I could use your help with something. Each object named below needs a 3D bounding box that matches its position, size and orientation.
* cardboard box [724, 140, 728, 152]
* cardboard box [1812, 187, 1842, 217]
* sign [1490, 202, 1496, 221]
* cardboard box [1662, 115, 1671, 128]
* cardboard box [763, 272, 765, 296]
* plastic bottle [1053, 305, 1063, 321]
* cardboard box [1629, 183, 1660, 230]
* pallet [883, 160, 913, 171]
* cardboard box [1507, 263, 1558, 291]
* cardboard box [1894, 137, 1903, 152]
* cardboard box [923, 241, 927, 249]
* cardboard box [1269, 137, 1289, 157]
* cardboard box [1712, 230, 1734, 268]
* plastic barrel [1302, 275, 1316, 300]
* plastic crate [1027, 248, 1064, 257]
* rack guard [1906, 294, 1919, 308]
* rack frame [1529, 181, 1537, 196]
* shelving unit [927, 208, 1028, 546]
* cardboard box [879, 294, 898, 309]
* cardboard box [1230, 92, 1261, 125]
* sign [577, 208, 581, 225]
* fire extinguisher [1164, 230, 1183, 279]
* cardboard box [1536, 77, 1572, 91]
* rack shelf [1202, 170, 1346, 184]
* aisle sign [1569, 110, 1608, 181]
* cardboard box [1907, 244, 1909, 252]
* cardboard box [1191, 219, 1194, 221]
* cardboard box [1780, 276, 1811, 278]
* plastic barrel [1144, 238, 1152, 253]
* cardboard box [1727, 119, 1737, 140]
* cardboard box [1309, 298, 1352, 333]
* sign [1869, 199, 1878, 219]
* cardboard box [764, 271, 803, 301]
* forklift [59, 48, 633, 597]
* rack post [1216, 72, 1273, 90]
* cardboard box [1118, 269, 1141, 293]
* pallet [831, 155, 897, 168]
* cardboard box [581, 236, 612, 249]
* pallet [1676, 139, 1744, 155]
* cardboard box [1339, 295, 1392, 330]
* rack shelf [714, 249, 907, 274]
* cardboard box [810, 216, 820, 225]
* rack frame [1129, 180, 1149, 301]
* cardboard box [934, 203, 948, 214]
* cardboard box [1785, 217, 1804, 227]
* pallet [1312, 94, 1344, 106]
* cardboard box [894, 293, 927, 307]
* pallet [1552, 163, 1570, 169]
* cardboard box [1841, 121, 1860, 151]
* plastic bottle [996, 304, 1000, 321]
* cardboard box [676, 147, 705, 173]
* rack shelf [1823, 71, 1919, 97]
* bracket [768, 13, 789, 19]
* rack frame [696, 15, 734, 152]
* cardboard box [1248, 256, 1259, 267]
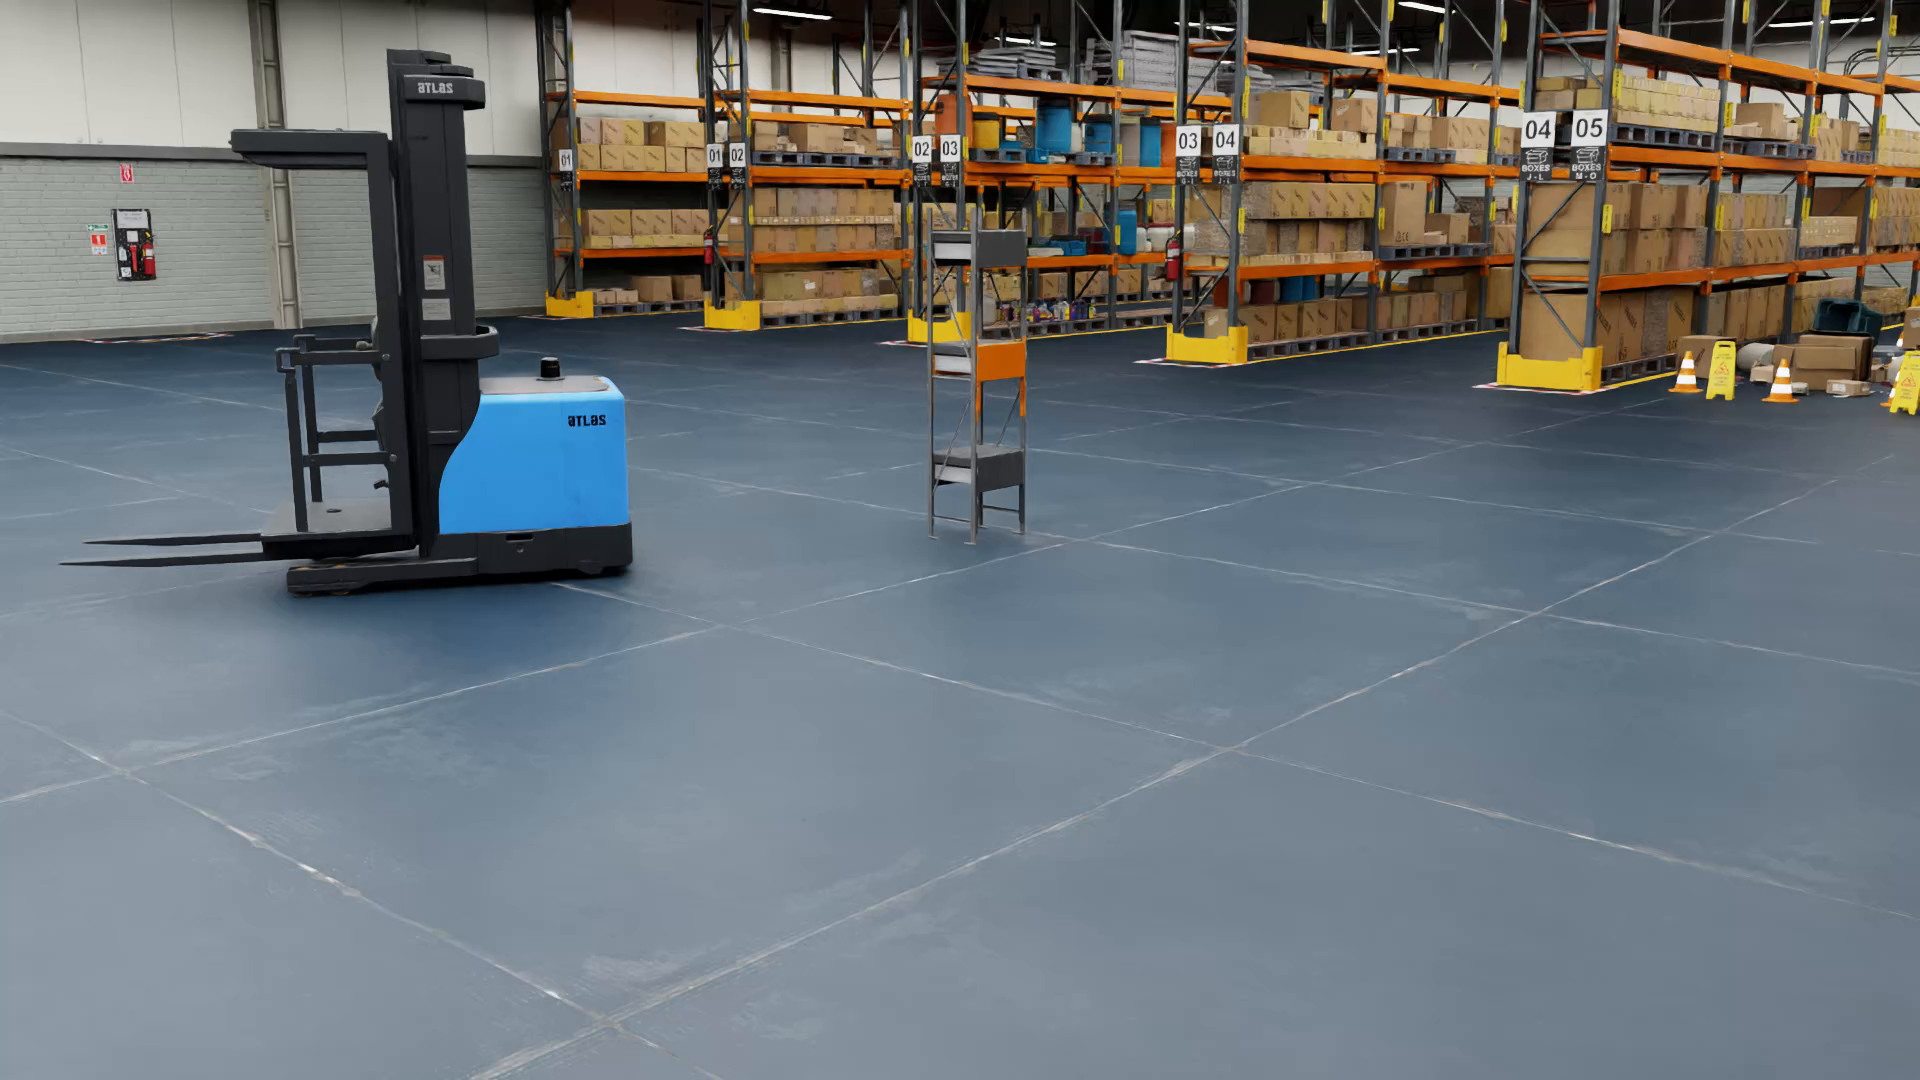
[{"bbox_3d":[-4.705,-8.277,35.507,0.500,0.500,0.500,-9,15,-39],"label":"cardboard box"},{"bbox_3d":[15.083,-5.870,28.874,0.500,0.500,0.500,9,14,38],"label":"cardboard box"},{"bbox_3d":[9.091,-5.608,28.378,0.100,0.325,0.005,10,15,40],"label":"sign"},{"bbox_3d":[8.523,-5.150,20.492,0.380,0.149,0.250,10,15,41],"label":"cardboard box"},{"bbox_3d":[-4.653,-5.581,36.255,0.700,0.500,0.500,10,15,42],"label":"cardboard box"},{"bbox_3d":[1.657,-3.849,28.154,0.152,0.276,0.135,10,15,41],"label":"plastic bottle"},{"bbox_3d":[8.095,-4.125,20.567,0.875,0.550,0.550,10,15,40],"label":"cardboard box"},{"bbox_3d":[-0.830,-7.350,32.680,0.805,0.209,1.217,9,14,38],"label":"pallet"},{"bbox_3d":[10.321,-4.672,30.798,1.225,0.875,0.875,9,14,38],"label":"cardboard box"},{"bbox_3d":[16.149,-6.908,29.086,0.500,0.250,0.500,10,15,41],"label":"cardboard box"},{"bbox_3d":[-0.664,-5.822,32.842,0.380,0.149,0.250,10,15,40],"label":"cardboard box"},{"bbox_3d":[4.244,-5.483,23.227,0.500,0.250,0.500,9,15,39],"label":"cardboard box"},{"bbox_3d":[10.245,-3.995,22.800,0.500,0.500,0.500,10,15,41],"label":"cardboard box"},{"bbox_3d":[7.225,-5.476,34.755,0.600,0.901,0.708,10,15,40],"label":"plastic barrel"},{"bbox_3d":[1.434,-4.799,27.753,0.530,0.136,0.437,10,15,40],"label":"plastic crate"},{"bbox_3d":[17.567,-4.432,31.624,1.175,0.500,0.348,10,15,40],"label":"rack guard"},{"bbox_3d":[11.317,-5.737,31.774,1.000,3.000,0.127,10,15,40],"label":"rack frame"},{"bbox_3d":[0.109,-1.054,10.627,0.431,2.100,0.503,10,15,40],"label":"shelving unit"},{"bbox_3d":[-1.544,-4.602,32.042,0.500,0.250,0.500,10,15,40],"label":"cardboard box"},{"bbox_3d":[4.229,-6.143,23.859,0.500,0.500,0.500,10,15,40],"label":"cardboard box"},{"bbox_3d":[-7.359,-6.247,32.118,0.100,0.325,0.005,10,15,40],"label":"sign"},{"bbox_3d":[2.974,-3.976,23.156,0.296,0.674,0.183,10,15,40],"label":"fire extinguisher"},{"bbox_3d":[7.022,-5.402,19.719,0.380,0.149,0.250,10,15,41],"label":"cardboard box"},{"bbox_3d":[6.277,-7.201,33.284,1.077,0.370,4.000,10,15,40],"label":"rack shelf"},{"bbox_3d":[7.234,-4.541,19.149,0.394,0.787,0.004,10,15,40],"label":"aisle sign"},{"bbox_3d":[17.267,-5.391,30.684,0.380,0.149,0.250,10,15,40],"label":"cardboard box"},{"bbox_3d":[5.421,-7.818,39.387,0.500,0.500,0.500,10,15,42],"label":"cardboard box"},{"bbox_3d":[13.940,-4.275,27.852,0.500,0.250,0.500,10,15,42],"label":"cardboard box"},{"bbox_3d":[3.305,-5.307,29.977,0.301,0.262,0.301,0,11,0],"label":"plastic barrel"},{"bbox_3d":[11.023,-5.947,24.069,0.500,0.311,0.500,9,15,39],"label":"cardboard box"},{"bbox_3d":[5.742,-3.486,25.816,0.500,0.500,0.500,9,15,39],"label":"cardboard box"},{"bbox_3d":[15.396,-5.577,28.019,0.100,0.325,0.005,10,15,40],"label":"sign"},{"bbox_3d":[-3.193,-4.602,30.125,0.500,0.500,0.500,10,15,40],"label":"cardboard box"},{"bbox_3d":[-3.484,-1.237,9.422,3.031,2.935,1.130,-3,12,-16],"label":"forklift"},{"bbox_3d":[5.404,-8.805,32.014,0.954,0.300,0.937,10,15,40],"label":"rack post"},{"bbox_3d":[3.768,-5.898,37.842,0.500,0.500,0.500,10,15,40],"label":"cardboard box"},{"bbox_3d":[-1.946,-7.140,31.366,1.003,0.211,1.213,10,15,40],"label":"pallet"},{"bbox_3d":[-7.206,-5.859,32.721,0.500,0.250,0.500,9,15,39],"label":"cardboard box"},{"bbox_3d":[10.264,-5.422,23.028,0.805,0.209,1.217,9,14,38],"label":"pallet"},{"bbox_3d":[6.458,-3.637,26.521,0.700,0.500,0.500,8,14,36],"label":"cardboard box"},{"bbox_3d":[-2.723,-5.194,30.894,1.077,0.370,4.000,10,15,40],"label":"rack shelf"},{"bbox_3d":[-2.774,-5.839,30.377,0.380,0.149,0.250,10,15,40],"label":"cardboard box"},{"bbox_3d":[3.878,-7.018,38.190,1.000,3.000,0.127,10,15,40],"label":"rack frame"},{"bbox_3d":[-0.643,-7.979,40.023,0.500,0.250,0.500,10,15,41],"label":"cardboard box"},{"bbox_3d":[12.789,-4.910,25.686,0.380,0.149,0.250,10,15,40],"label":"cardboard box"},{"bbox_3d":[7.074,-8.904,33.821,1.003,0.211,1.213,10,15,40],"label":"pallet"},{"bbox_3d":[-0.950,-4.726,32.662,0.500,0.250,0.500,9,15,39],"label":"cardboard box"},{"bbox_3d":[10.749,-6.972,30.792,0.805,0.209,1.217,9,14,38],"label":"pallet"},{"bbox_3d":[14.644,-6.765,27.936,0.700,0.500,0.500,10,15,40],"label":"cardboard box"},{"bbox_3d":[0.622,-3.842,28.098,0.061,0.283,0.133,10,15,42],"label":"plastic bottle"},{"bbox_3d":[-5.617,-7.832,34.299,0.500,0.500,0.500,8,14,36],"label":"cardboard box"},{"bbox_3d":[16.297,-7.962,29.446,1.077,0.370,4.000,10,15,40],"label":"rack shelf"},{"bbox_3d":[-4.001,-11.590,36.574,0.235,0.232,0.430,10,15,40],"label":"bracket"},{"bbox_3d":[-5.126,-9.423,34.913,1.000,3.000,0.127,10,15,40],"label":"rack frame"},{"bbox_3d":[3.943,-3.893,23.187,0.380,0.149,0.250,10,15,40],"label":"cardboard box"}]
